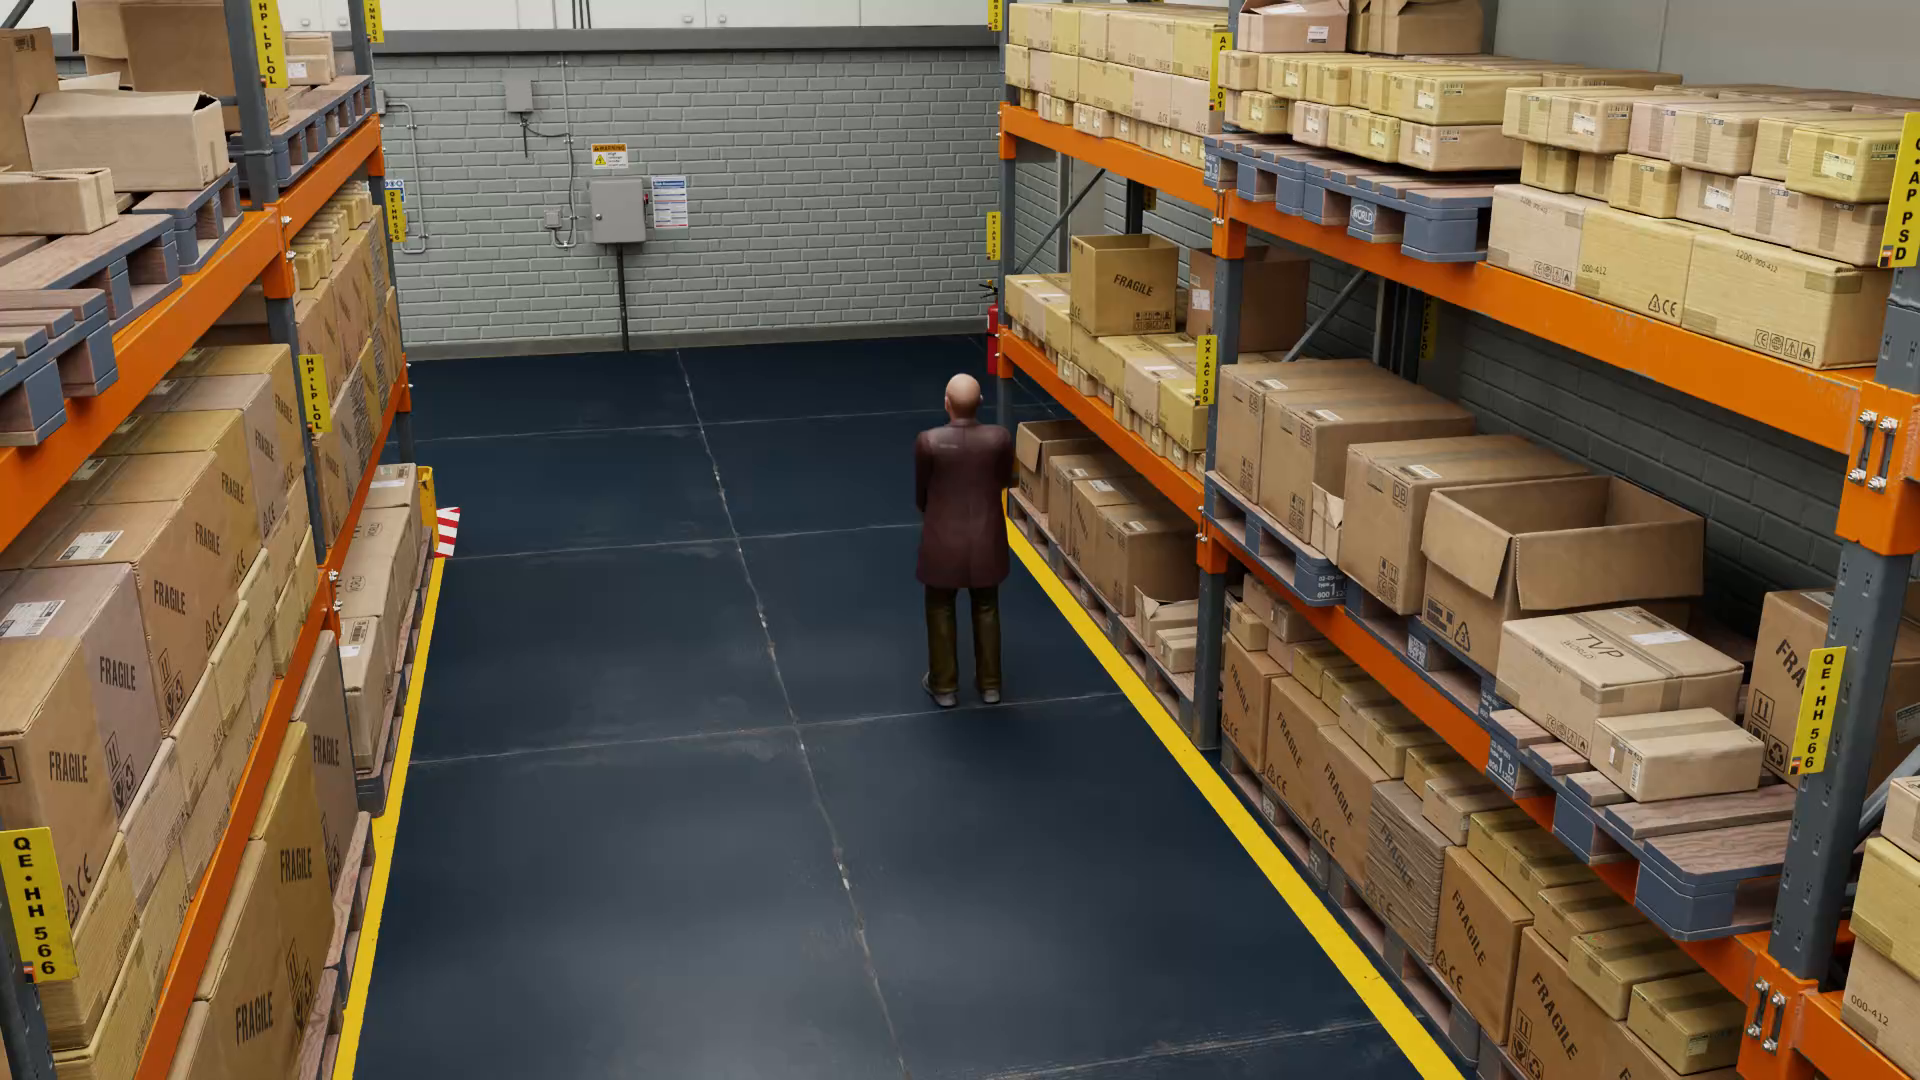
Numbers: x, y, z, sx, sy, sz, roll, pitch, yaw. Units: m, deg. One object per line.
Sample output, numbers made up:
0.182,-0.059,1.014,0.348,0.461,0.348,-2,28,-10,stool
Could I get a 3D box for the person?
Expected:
-0.007,-0.038,8.707,0.526,1.776,0.554,-4,20,-11,person
